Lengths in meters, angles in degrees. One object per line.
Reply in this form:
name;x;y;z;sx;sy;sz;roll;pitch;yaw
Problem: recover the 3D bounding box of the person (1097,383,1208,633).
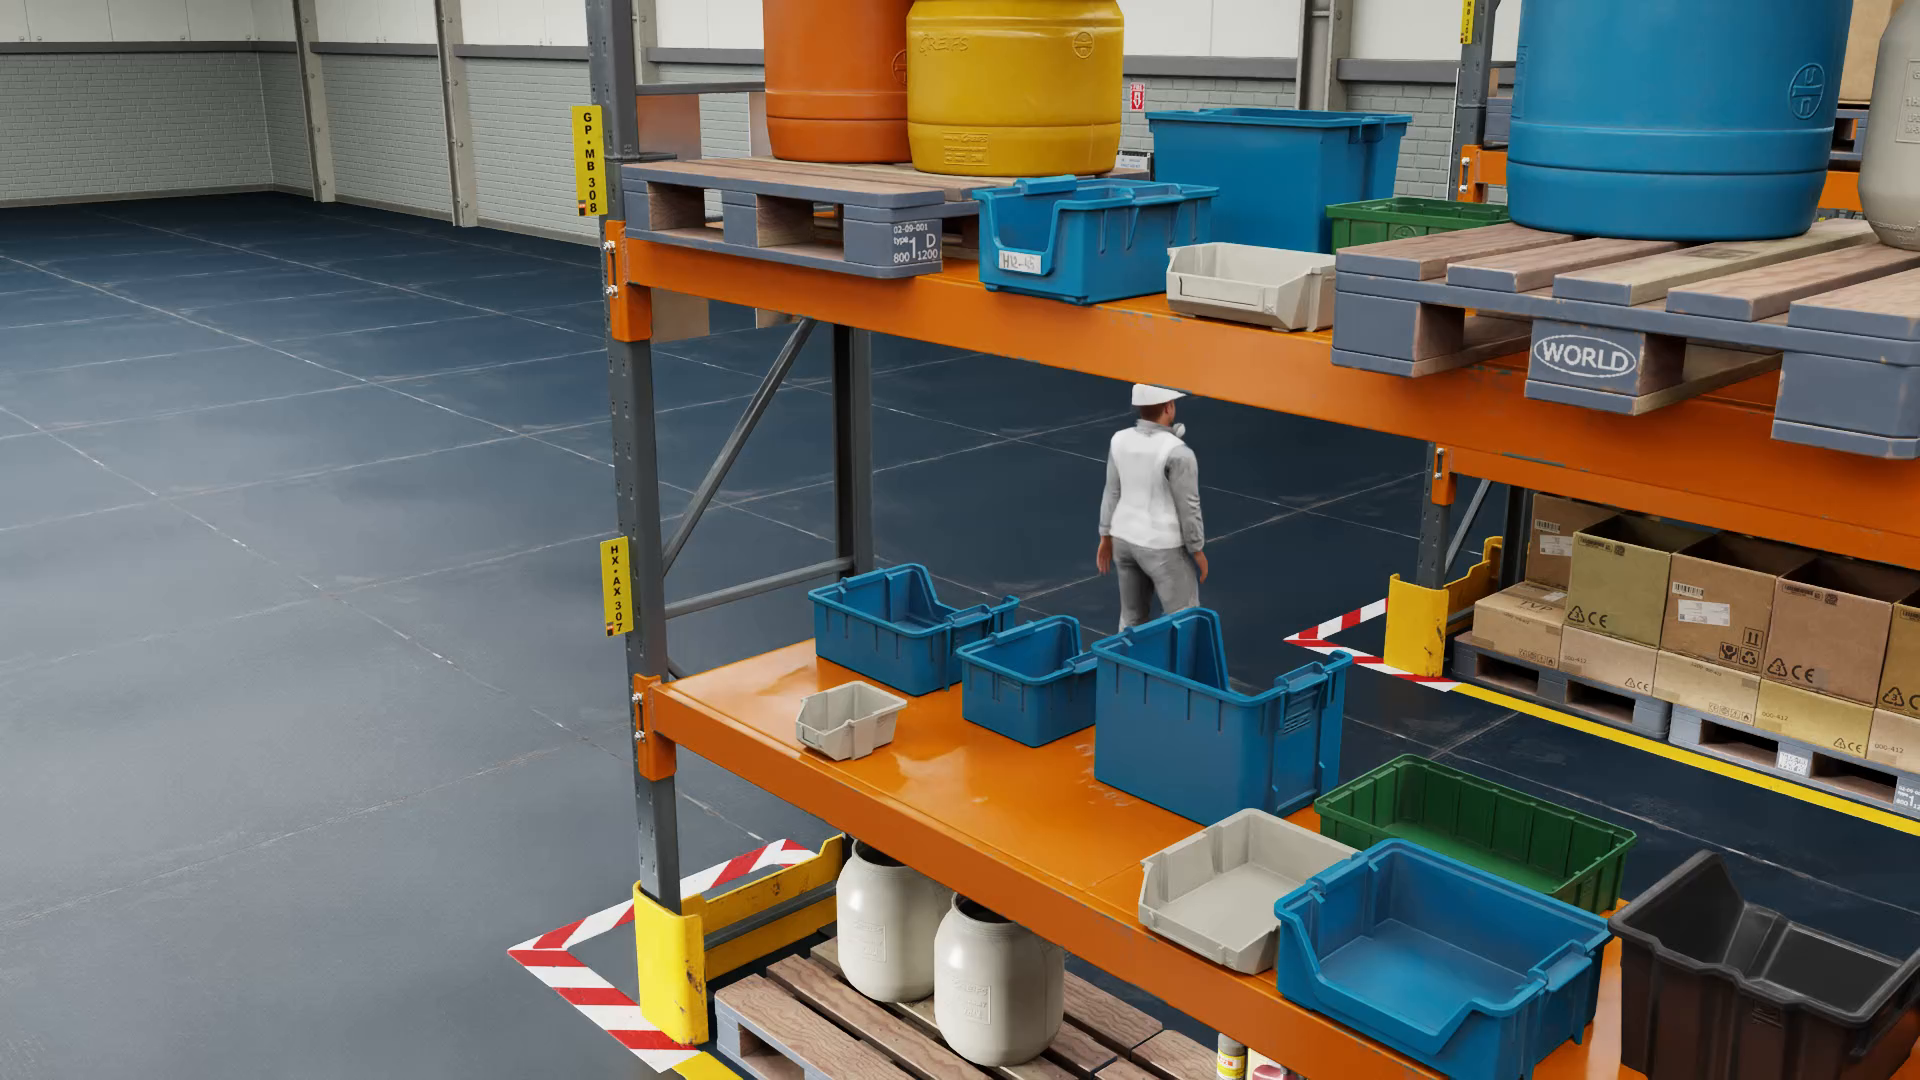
person;0.995;0.050;8.332;0.524;1.765;0.727;-15;23;-40
